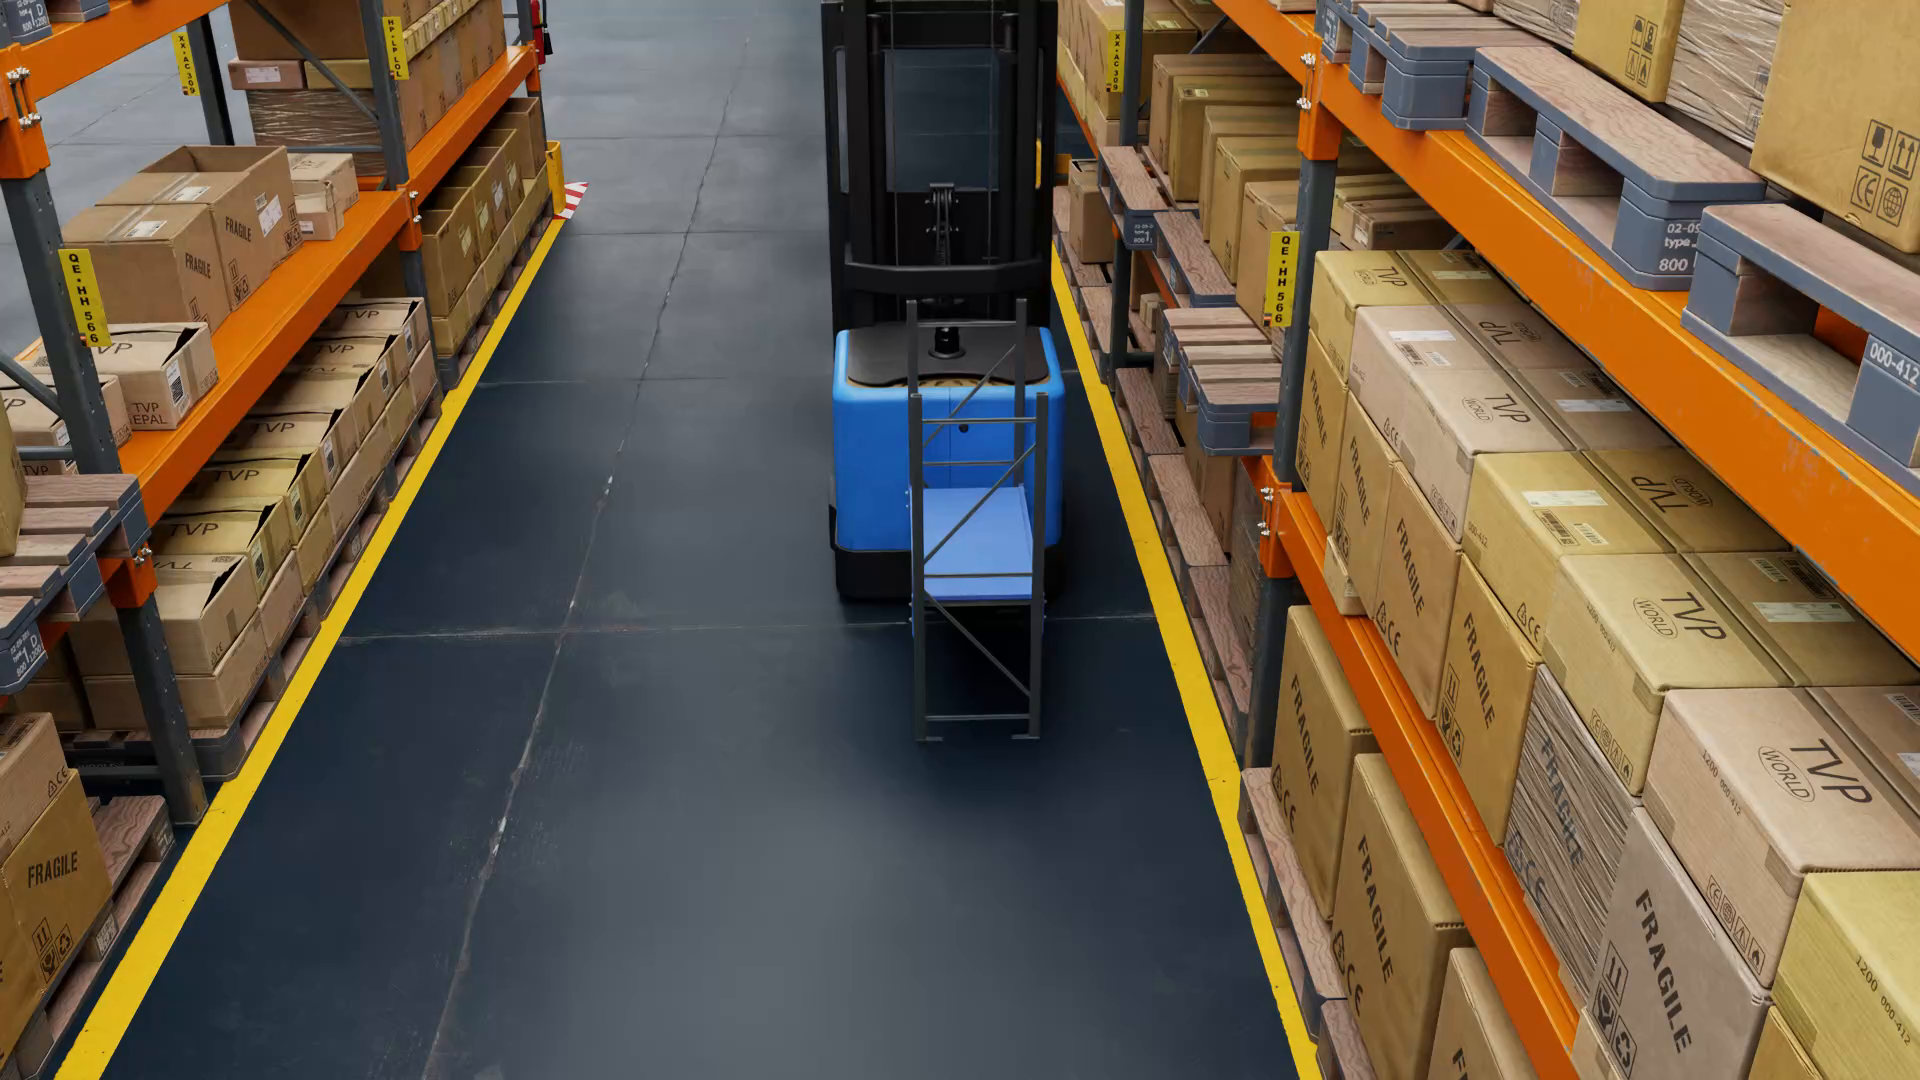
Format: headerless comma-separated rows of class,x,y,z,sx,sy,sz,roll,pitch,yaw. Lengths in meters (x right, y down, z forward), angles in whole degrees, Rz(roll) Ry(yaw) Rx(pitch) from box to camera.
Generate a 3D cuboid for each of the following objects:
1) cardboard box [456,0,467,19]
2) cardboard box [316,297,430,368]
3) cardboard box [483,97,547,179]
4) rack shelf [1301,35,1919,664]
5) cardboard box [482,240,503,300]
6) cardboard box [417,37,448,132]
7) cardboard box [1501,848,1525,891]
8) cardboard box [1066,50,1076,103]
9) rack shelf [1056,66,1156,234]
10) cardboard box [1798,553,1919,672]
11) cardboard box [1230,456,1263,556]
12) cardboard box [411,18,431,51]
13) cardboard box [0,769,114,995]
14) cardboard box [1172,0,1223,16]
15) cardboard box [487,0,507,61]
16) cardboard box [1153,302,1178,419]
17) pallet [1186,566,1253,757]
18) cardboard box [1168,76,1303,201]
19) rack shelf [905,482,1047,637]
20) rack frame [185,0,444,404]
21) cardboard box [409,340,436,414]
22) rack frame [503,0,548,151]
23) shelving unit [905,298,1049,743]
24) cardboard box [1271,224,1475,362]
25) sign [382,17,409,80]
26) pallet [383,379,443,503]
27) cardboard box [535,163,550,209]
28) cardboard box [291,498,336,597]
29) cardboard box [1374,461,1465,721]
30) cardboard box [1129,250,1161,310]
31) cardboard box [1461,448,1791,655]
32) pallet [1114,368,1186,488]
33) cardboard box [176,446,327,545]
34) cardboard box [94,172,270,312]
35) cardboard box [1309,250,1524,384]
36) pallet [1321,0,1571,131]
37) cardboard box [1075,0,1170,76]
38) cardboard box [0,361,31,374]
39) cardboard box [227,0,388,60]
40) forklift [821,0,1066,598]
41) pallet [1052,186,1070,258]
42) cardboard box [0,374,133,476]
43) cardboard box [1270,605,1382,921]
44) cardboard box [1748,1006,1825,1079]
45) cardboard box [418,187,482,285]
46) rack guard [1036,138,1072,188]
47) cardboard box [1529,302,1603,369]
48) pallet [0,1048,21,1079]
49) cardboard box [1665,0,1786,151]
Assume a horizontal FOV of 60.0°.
cardboard box,-3.481,-3.533,10.970,0.380,0.149,0.250,-1,28,-1
cardboard box,-3.244,-1.159,9.141,0.500,0.311,0.500,-1,28,-3
cardboard box,-3.435,-3.030,12.523,0.500,0.500,0.500,-1,28,-3
rack shelf,1.709,-0.485,3.470,1.077,0.370,4.000,-1,28,-3
cardboard box,-3.314,-1.774,10.927,0.500,0.250,0.500,-1,28,-3
cardboard box,-3.637,-2.848,10.358,0.700,0.500,0.500,-1,28,-2
cardboard box,1.488,0.692,3.929,0.380,0.149,0.250,-1,28,-1
cardboard box,0.981,-3.093,11.077,0.500,0.250,0.500,-1,28,-2
rack shelf,1.291,-2.849,11.247,1.077,0.370,4.000,-1,28,-3
cardboard box,1.984,0.241,3.282,0.500,0.250,0.500,-2,28,-4
cardboard box,1.604,-0.056,7.341,0.700,0.500,0.500,-1,28,-3
cardboard box,-3.426,-3.056,10.055,0.380,0.149,0.250,-2,28,-4
cardboard box,-3.059,1.064,5.194,0.500,0.500,0.500,0,28,-1
cardboard box,1.557,-2.980,10.051,0.500,0.500,0.500,-2,28,-3
cardboard box,-3.748,-3.799,12.182,0.700,0.500,0.500,-1,28,-3
cardboard box,1.451,-0.992,9.135,0.700,0.500,0.500,0,28,-1
pallet,1.565,0.478,7.105,1.003,0.211,1.213,-1,28,-3
cardboard box,1.410,-1.990,8.238,0.700,0.500,0.500,1,28,3
rack shelf,0.049,0.063,6.896,0.538,0.185,1.000,-1,28,-2
rack frame,-3.551,-2.123,9.077,1.000,3.000,0.127,-1,28,-3
cardboard box,-3.240,-0.906,9.262,0.500,0.250,0.500,-2,28,-3
rack frame,-3.760,-3.970,12.619,1.000,3.000,0.127,-1,28,-3
shelving unit,0.049,-0.097,6.813,0.538,1.500,1.048,-1,28,-2
cardboard box,1.570,-0.853,6.059,0.700,0.500,0.500,-5,28,-9
sign,-3.010,-2.619,8.862,0.100,0.325,0.005,-1,28,-3
pallet,-3.474,-0.548,9.071,1.003,0.211,1.213,-1,28,-3
cardboard box,-3.437,-2.697,12.697,0.500,0.250,0.500,-1,28,-3
cardboard box,-3.137,0.036,7.457,0.500,0.250,0.500,-2,28,-4
cardboard box,1.417,0.119,4.326,0.500,0.500,0.500,-2,28,-3
cardboard box,1.302,-1.810,10.703,0.500,0.500,0.500,-3,28,-7
cardboard box,1.463,0.016,3.714,0.500,0.250,0.500,-2,28,-4
pallet,1.438,-0.649,9.265,1.003,0.211,1.213,-1,28,-3
cardboard box,-3.136,-0.219,7.338,0.500,0.311,0.500,-2,28,-4
cardboard box,-3.474,-1.338,7.463,0.500,0.500,0.500,-1,28,-3
cardboard box,1.372,-0.686,5.059,0.500,0.250,0.500,-1,28,-1
pallet,1.691,-1.347,4.550,1.213,0.211,1.003,0,28,0
cardboard box,1.015,-3.193,10.459,0.500,0.500,0.500,-2,28,-4
cardboard box,-3.665,-0.573,6.377,0.380,0.149,0.250,-1,28,-3
cardboard box,-3.580,-2.948,9.147,0.700,0.500,0.500,-1,28,-2
forklift,-0.104,-1.679,8.299,1.130,2.935,3.031,-1,28,-2
pallet,1.198,-2.444,12.708,1.003,0.211,1.213,-1,28,-3
cardboard box,-3.318,-0.405,5.880,0.500,0.311,0.500,0,28,1
cardboard box,1.512,0.712,5.511,0.750,0.750,0.750,-2,28,-3
cardboard box,1.538,1.058,2.527,0.500,0.500,0.500,-2,28,-3
cardboard box,-3.297,-1.875,10.310,0.500,0.500,0.500,-1,28,-3
rack guard,1.191,-2.948,13.362,1.175,0.500,0.348,-1,28,-3
cardboard box,1.911,-0.472,4.650,0.500,0.250,0.500,-2,28,-4
pallet,-3.280,1.868,4.440,1.003,0.211,1.213,-1,28,-3
cardboard box,1.821,-1.017,3.128,0.700,0.500,0.500,-1,28,-3
